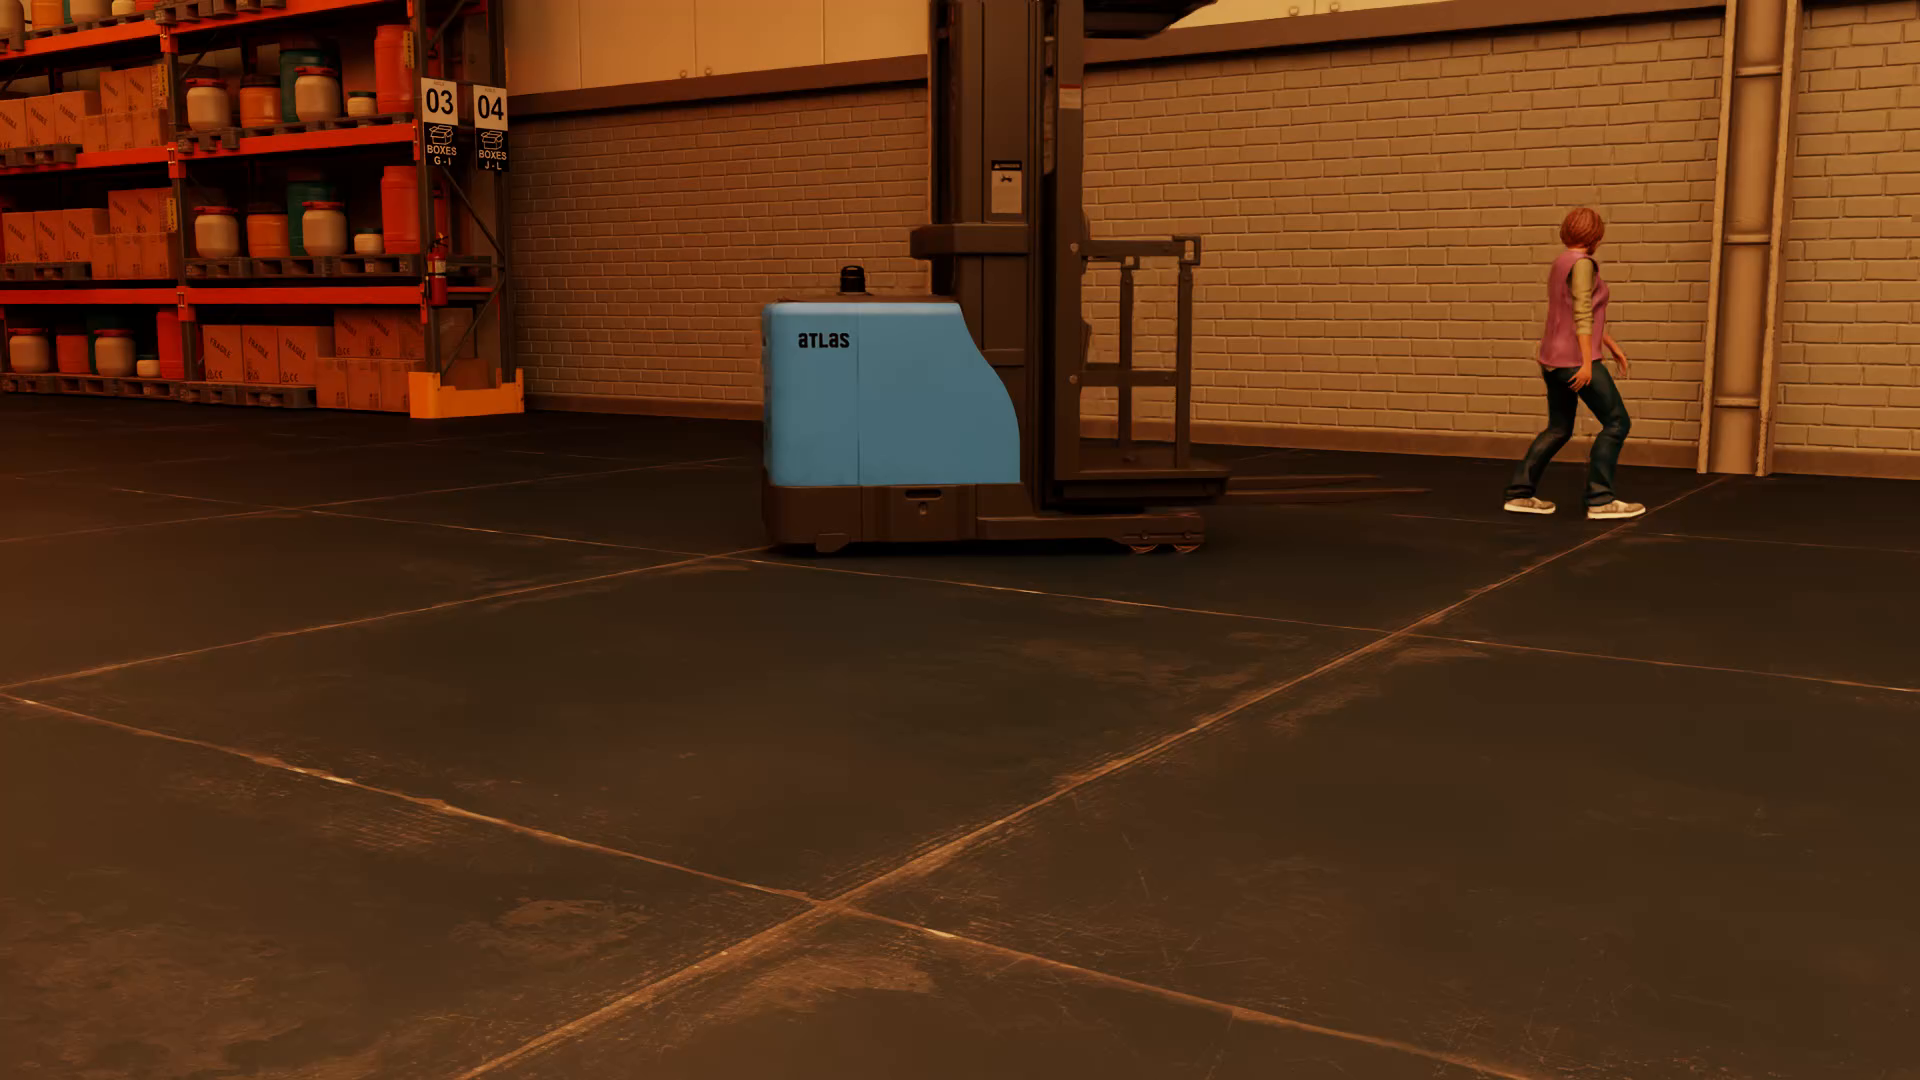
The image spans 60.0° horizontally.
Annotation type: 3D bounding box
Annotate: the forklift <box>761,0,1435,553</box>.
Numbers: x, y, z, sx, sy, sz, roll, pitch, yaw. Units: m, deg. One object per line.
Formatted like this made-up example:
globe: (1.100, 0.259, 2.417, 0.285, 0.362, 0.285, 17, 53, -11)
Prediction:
forklift: (0.625, -1.468, 7.515, 3.031, 2.935, 1.130, -1, 8, -9)

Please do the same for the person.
person: (3.092, -0.878, 8.321, 0.617, 1.545, 0.527, 0, 8, 1)
